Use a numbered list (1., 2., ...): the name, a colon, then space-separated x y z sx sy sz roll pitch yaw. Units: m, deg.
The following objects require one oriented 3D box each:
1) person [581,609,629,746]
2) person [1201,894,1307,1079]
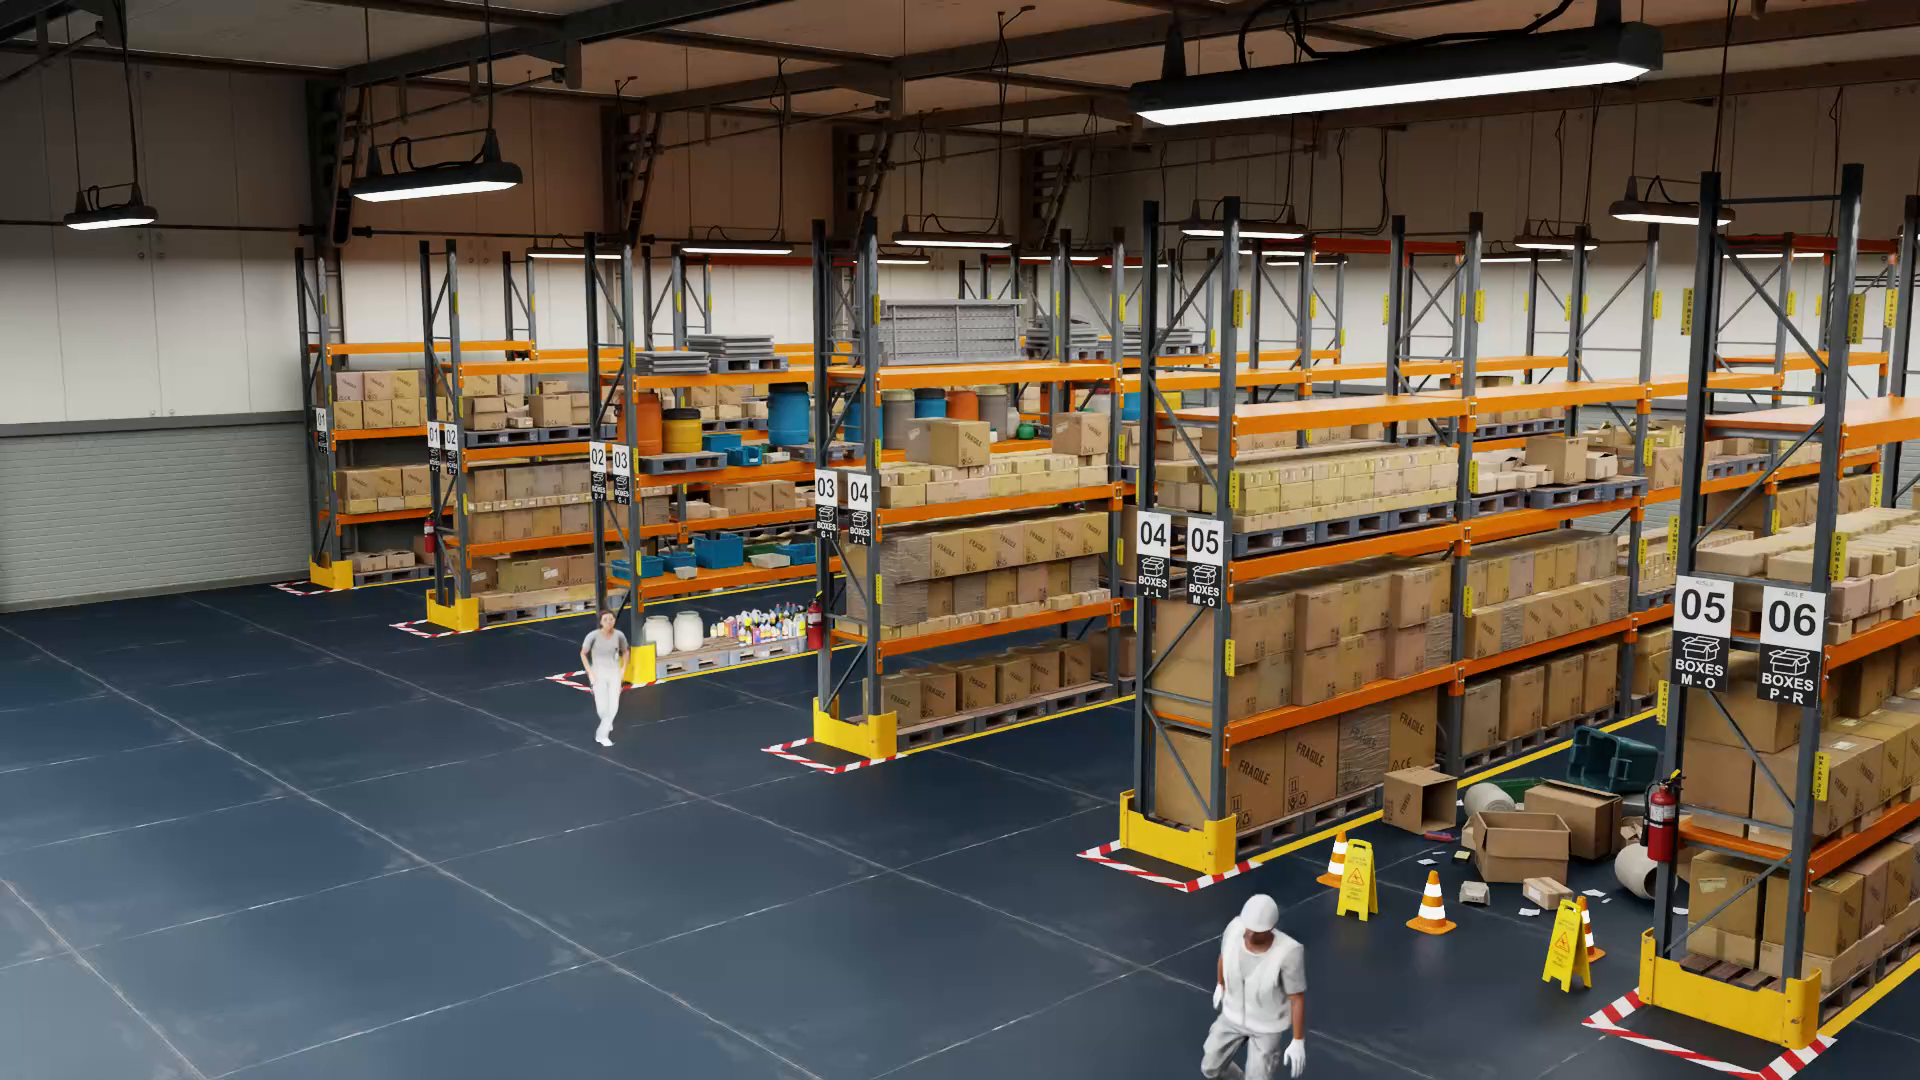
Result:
1. person: -4.107 1.567 19.262 0.561 1.606 0.557 -3 9 -20
2. person: 1.782 2.866 9.994 0.817 1.697 0.695 7 11 39
